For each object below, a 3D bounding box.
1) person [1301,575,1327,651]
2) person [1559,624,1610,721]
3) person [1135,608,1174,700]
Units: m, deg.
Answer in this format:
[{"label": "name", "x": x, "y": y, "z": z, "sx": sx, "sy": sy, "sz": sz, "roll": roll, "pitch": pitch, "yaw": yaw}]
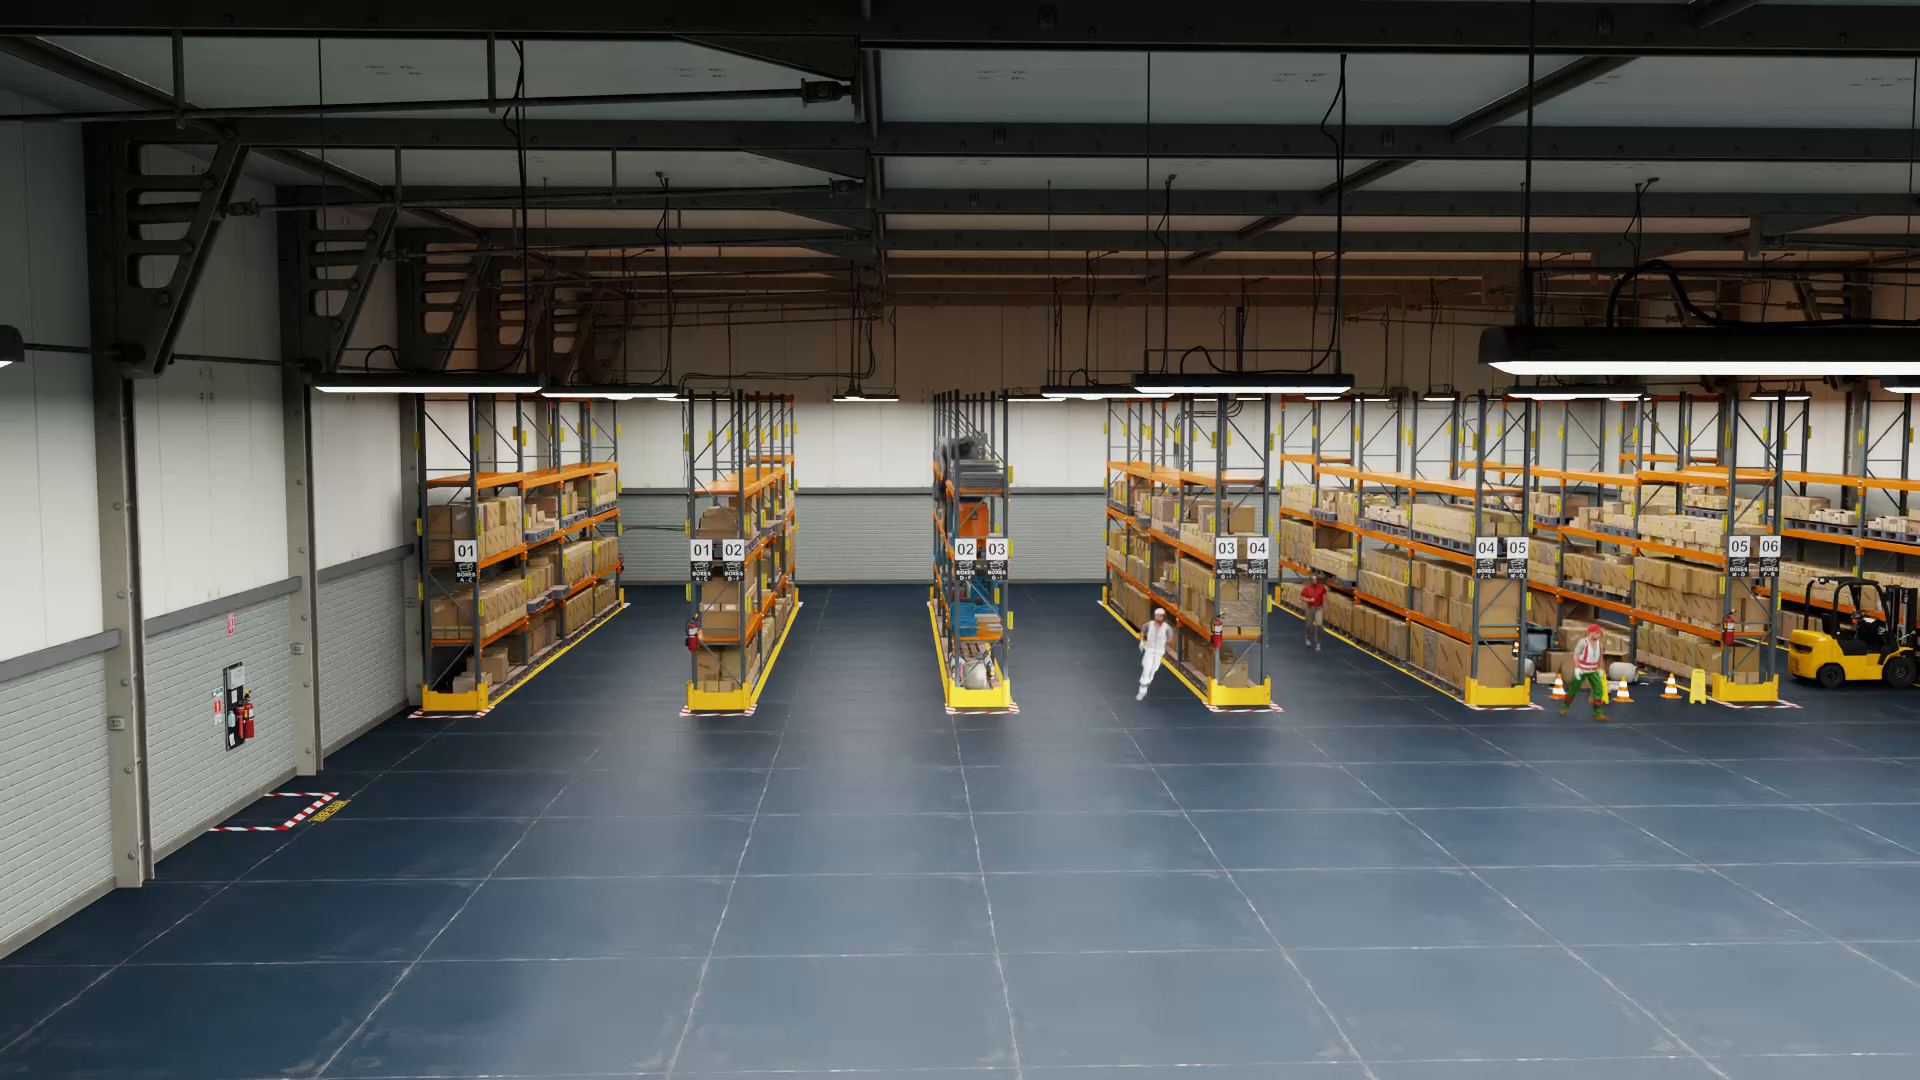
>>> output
[{"label": "person", "x": 8.272, "y": 1.701, "z": 38.863, "sx": 0.647, "sy": 1.797, "sz": 0.872, "roll": 0, "pitch": 5, "yaw": 4}, {"label": "person", "x": 11.419, "y": 2.384, "z": 30.293, "sx": 0.729, "sy": 1.731, "sz": 0.937, "roll": -1, "pitch": 5, "yaw": -15}, {"label": "person", "x": 3.737, "y": 2.173, "z": 32.198, "sx": 0.769, "sy": 1.731, "sz": 0.837, "roll": 0, "pitch": 5, "yaw": -2}]
